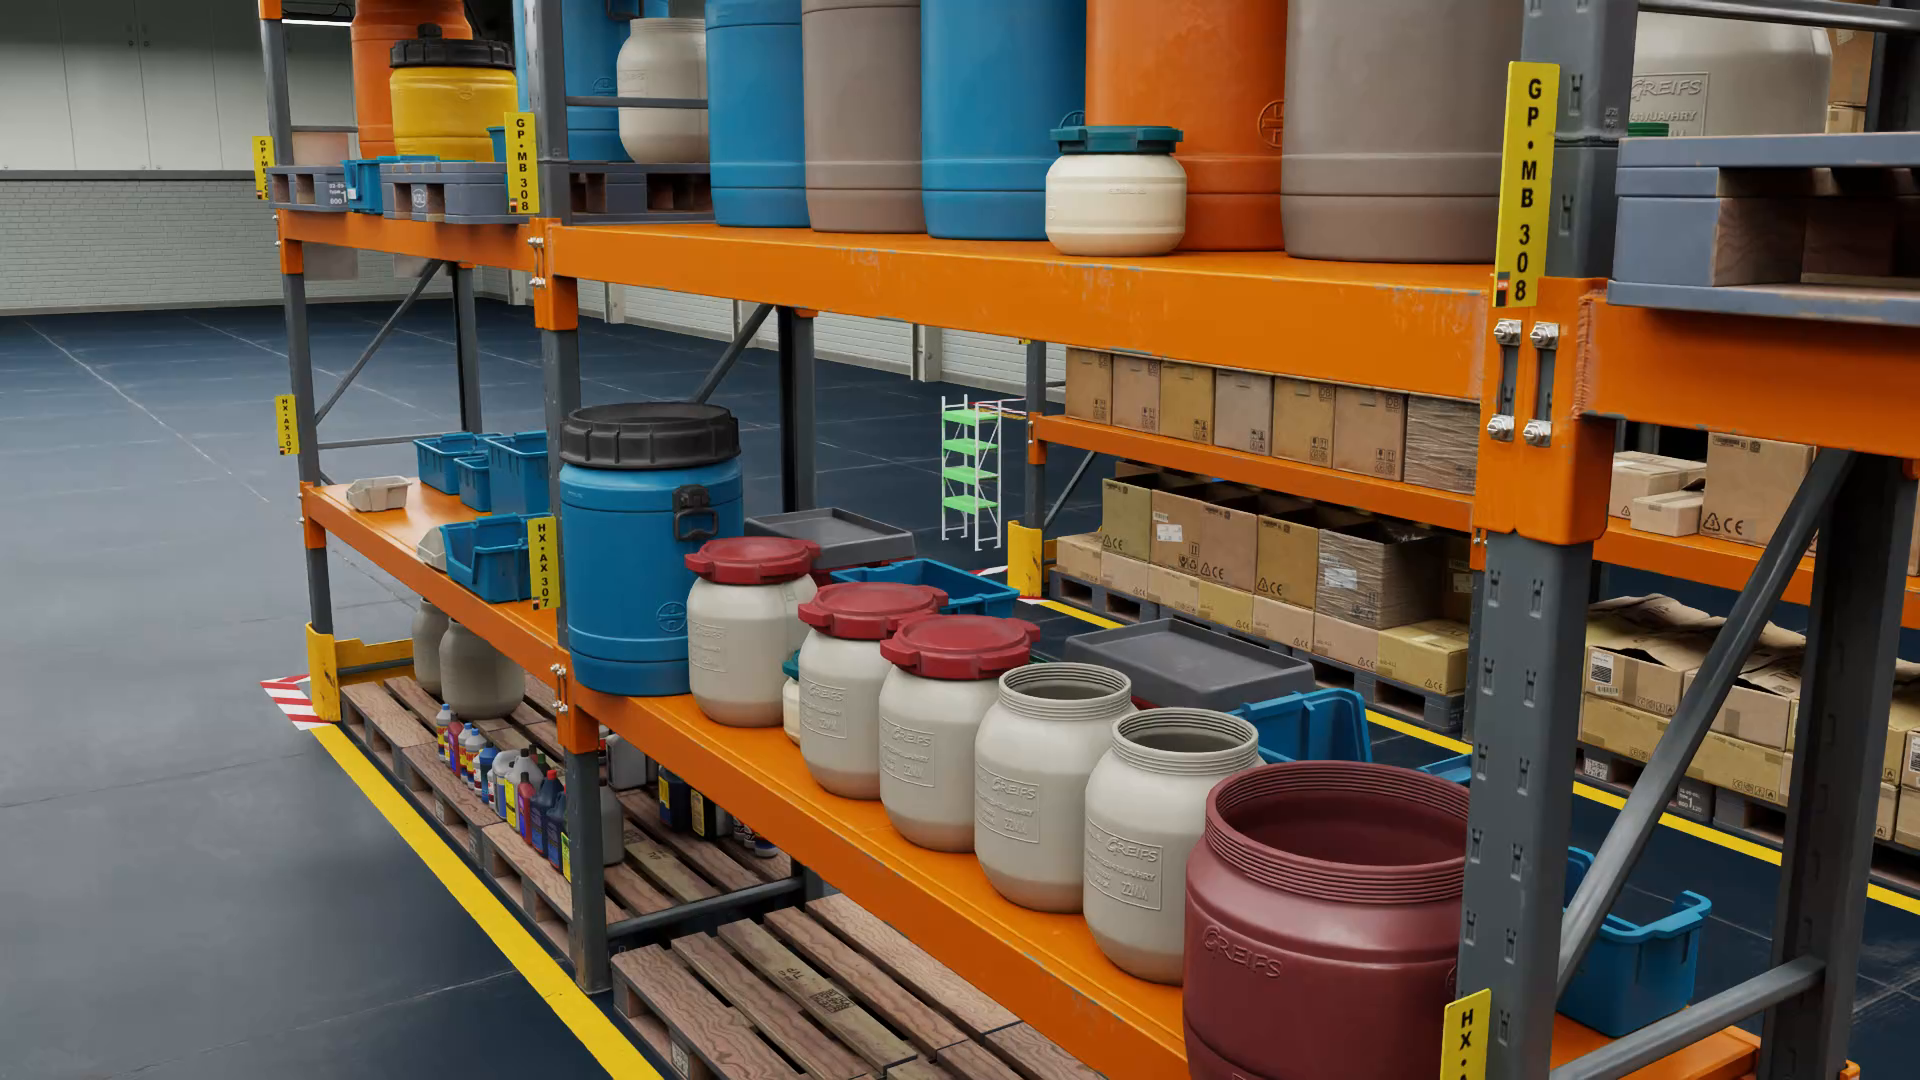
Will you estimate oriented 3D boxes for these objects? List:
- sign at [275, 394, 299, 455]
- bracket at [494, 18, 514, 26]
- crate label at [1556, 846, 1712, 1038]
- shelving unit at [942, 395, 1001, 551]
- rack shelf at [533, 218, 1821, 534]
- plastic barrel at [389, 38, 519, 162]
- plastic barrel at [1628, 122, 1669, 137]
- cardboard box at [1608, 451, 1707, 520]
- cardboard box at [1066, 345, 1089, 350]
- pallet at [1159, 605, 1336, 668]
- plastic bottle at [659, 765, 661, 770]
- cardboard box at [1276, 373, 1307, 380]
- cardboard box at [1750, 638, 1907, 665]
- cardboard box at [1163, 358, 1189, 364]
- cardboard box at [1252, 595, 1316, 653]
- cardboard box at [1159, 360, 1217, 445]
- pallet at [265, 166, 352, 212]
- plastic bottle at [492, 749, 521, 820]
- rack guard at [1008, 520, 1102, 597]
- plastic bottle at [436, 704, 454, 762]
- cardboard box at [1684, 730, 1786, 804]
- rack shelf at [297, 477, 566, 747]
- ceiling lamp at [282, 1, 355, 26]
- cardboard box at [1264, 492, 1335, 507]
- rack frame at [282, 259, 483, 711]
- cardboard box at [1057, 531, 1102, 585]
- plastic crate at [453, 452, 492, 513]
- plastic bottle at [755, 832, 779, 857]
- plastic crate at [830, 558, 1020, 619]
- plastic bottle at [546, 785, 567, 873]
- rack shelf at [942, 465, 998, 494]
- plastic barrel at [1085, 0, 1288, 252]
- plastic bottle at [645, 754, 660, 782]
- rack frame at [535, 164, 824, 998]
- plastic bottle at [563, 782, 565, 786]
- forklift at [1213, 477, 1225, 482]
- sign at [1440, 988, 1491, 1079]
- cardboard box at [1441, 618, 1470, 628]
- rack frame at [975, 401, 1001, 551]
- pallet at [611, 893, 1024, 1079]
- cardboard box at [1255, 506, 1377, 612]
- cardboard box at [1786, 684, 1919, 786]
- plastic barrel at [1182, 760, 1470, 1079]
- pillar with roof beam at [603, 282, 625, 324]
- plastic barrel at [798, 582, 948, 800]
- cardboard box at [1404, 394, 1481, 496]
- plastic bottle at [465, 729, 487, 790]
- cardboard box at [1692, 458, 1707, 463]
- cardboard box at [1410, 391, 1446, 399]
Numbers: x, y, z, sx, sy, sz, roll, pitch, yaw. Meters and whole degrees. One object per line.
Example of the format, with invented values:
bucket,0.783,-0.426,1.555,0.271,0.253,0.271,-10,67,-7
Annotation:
sign,-3.667,-0.628,9.062,0.100,0.325,0.005,-8,15,-33
bracket,-9.111,-11.158,35.395,0.076,0.066,4.783,-8,15,-33
crate label,1.305,0.829,3.443,0.303,0.233,0.416,-8,15,-33
shelving unit,0.092,-0.557,13.599,0.258,1.200,0.503,-8,15,-33
rack shelf,0.118,-0.604,4.263,1.077,0.370,4.000,-8,15,-33
plastic barrel,-2.469,-2.131,8.142,0.600,0.588,0.600,0,12,0
plastic barrel,1.047,-0.561,2.749,0.294,0.245,0.294,0,12,0
cardboard box,3.445,-0.275,8.450,0.500,0.250,0.500,-7,14,-29
cardboard box,0.957,-1.413,11.548,0.380,0.149,0.250,-8,15,-33
pallet,2.050,0.568,10.771,1.003,0.211,1.213,-8,15,-33
plastic bottle,-1.273,1.068,7.311,0.097,0.271,0.097,0,12,0
cardboard box,2.104,-1.046,9.870,0.380,0.149,0.250,-8,14,-31
cardboard box,4.166,0.652,7.999,0.500,0.311,0.500,-8,15,-33
cardboard box,1.531,-1.229,10.710,0.380,0.149,0.250,-9,15,-35
cardboard box,2.138,0.473,10.129,0.500,0.250,0.500,-8,15,-33
cardboard box,1.732,-0.925,10.835,0.700,0.500,0.500,-8,15,-32
pallet,-2.830,-1.771,8.360,1.003,0.211,1.213,-8,15,-33
plastic bottle,-1.959,1.069,7.298,0.152,0.276,0.135,-8,15,-32
rack guard,0.906,0.075,12.351,1.175,0.500,0.348,-8,15,-33
plastic bottle,-2.461,0.921,7.987,0.097,0.271,0.097,0,12,0
cardboard box,3.724,0.991,7.761,0.500,0.250,0.500,-9,15,-34
rack shelf,-2.098,0.150,7.836,1.077,0.370,4.000,-8,15,-33
ceiling lamp,-12.461,-11.551,31.953,2.000,3.185,0.800,-8,15,-33
cardboard box,2.306,-0.045,10.745,0.500,0.500,0.500,-8,15,-33
rack frame,-3.206,-0.557,9.386,1.000,3.000,0.127,-8,15,-33
cardboard box,1.031,0.118,11.756,0.500,0.250,0.500,-8,15,-33
plastic crate,-2.325,-0.314,8.626,0.499,0.251,0.408,-8,15,-33
plastic bottle,-0.802,1.164,6.874,0.097,0.271,0.097,0,12,0
plastic crate,-0.120,0.322,5.406,0.392,0.384,0.575,-8,15,-33
plastic bottle,-1.587,1.153,6.737,0.144,0.351,0.185,-9,15,-34
rack shelf,0.092,-0.494,13.613,0.258,0.148,0.480,-8,15,-33
plastic barrel,0.589,-1.097,3.831,0.600,0.830,0.708,-8,15,-33
plastic bottle,-1.432,0.932,7.749,0.144,0.351,0.185,-8,15,-33
rack frame,-0.990,0.155,6.133,1.000,3.000,0.127,-8,15,-33
plastic bottle,-1.584,1.134,7.001,0.152,0.276,0.135,-8,15,-33
forklift,3.114,-1.529,13.994,3.031,2.935,1.130,-2,12,-8
sign,0.772,0.853,2.559,0.100,0.325,0.005,-8,15,-33
cardboard box,3.131,0.589,9.601,0.500,0.250,0.500,-8,15,-33
rack frame,0.227,-0.513,13.401,0.240,1.200,0.015,-8,15,-33
pallet,-0.523,1.652,5.813,1.003,0.211,1.213,-8,15,-33
cardboard box,2.149,0.105,10.056,0.500,0.500,0.500,-8,15,-33
cardboard box,4.010,0.809,7.279,0.500,0.311,0.500,-8,14,-31
plastic barrel,0.717,0.753,3.079,0.600,0.536,0.708,-8,15,-33
pillar with roof beam,-10.732,-8.397,31.194,9.100,9.000,0.548,-8,15,-33
plastic barrel,-0.236,0.415,4.625,0.433,0.535,0.433,0,12,0
cardboard box,2.884,-0.558,9.158,0.700,0.500,0.500,-9,15,-34
plastic bottle,-2.216,0.999,7.627,0.097,0.271,0.097,0,12,0
cardboard box,6.030,-0.352,13.270,0.700,0.500,0.500,-9,15,-36
cardboard box,2.671,-0.864,9.038,0.380,0.149,0.250,-8,15,-34
